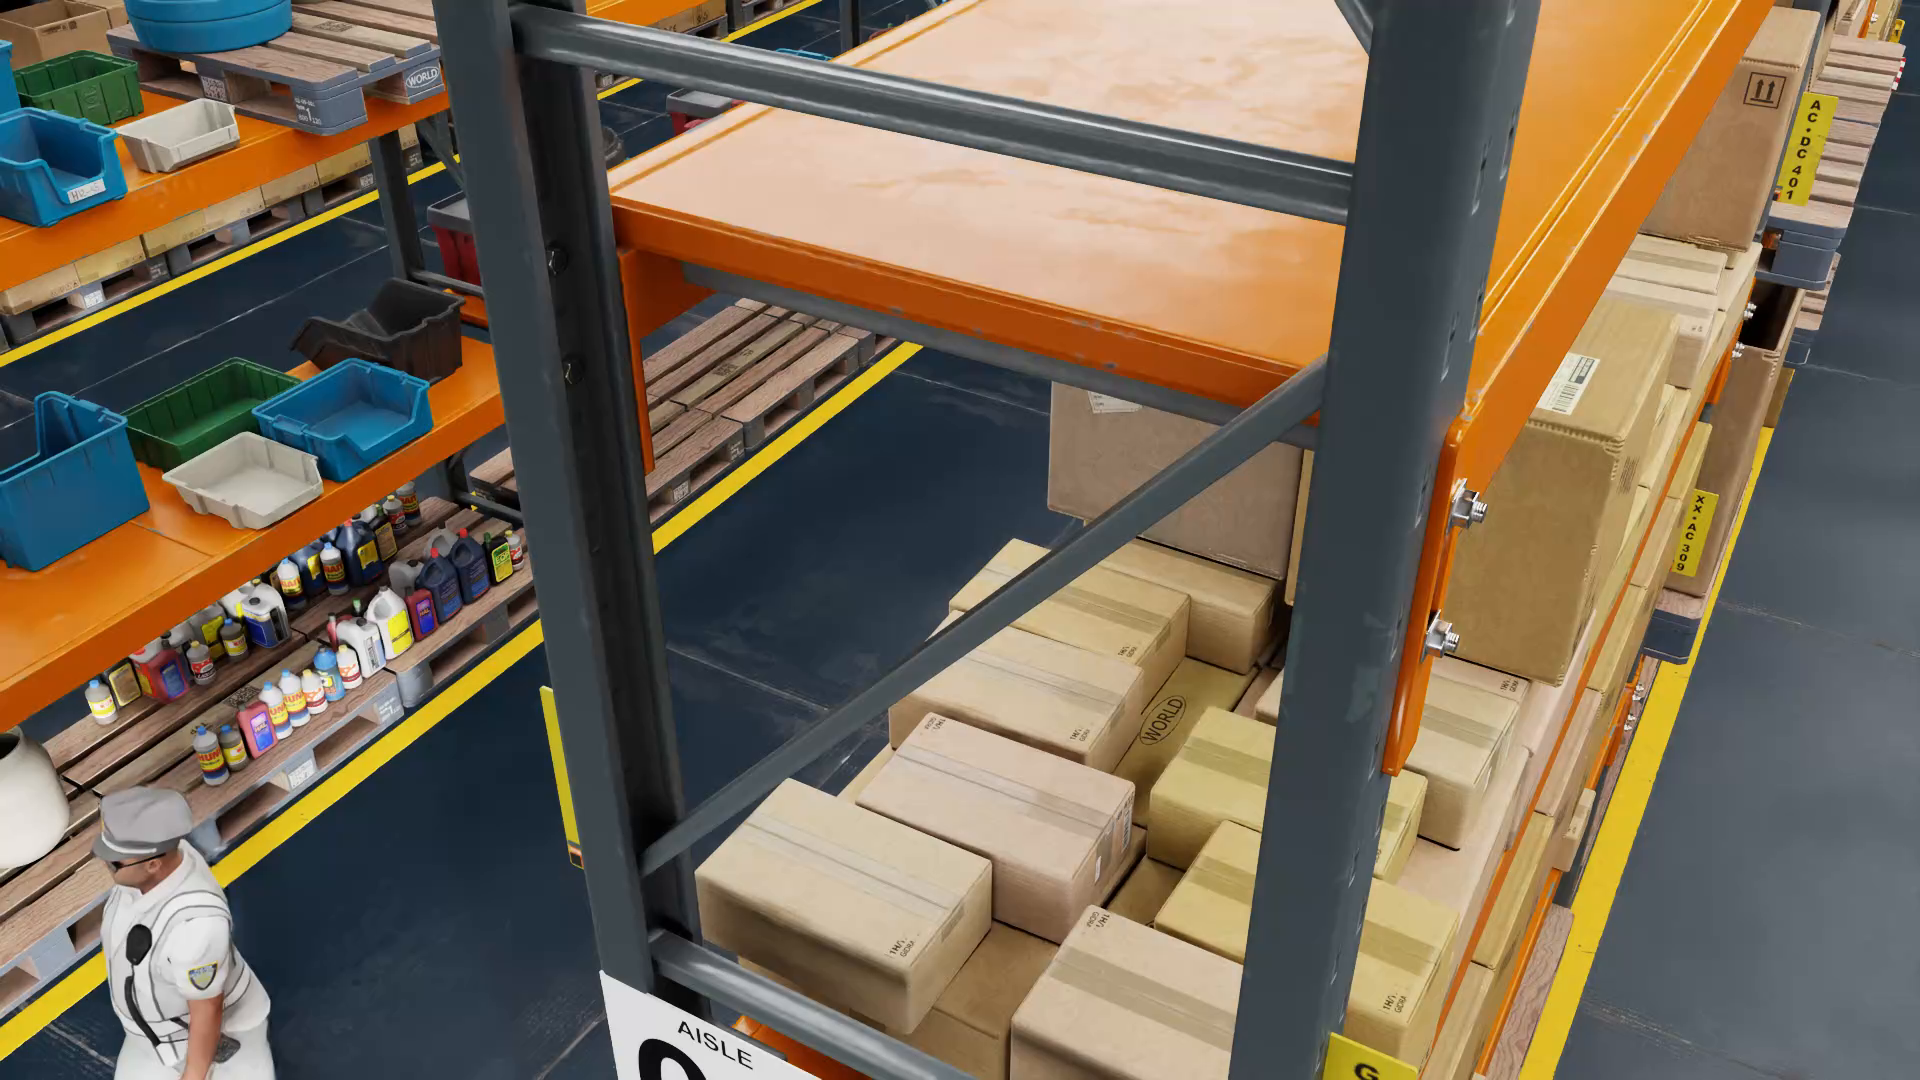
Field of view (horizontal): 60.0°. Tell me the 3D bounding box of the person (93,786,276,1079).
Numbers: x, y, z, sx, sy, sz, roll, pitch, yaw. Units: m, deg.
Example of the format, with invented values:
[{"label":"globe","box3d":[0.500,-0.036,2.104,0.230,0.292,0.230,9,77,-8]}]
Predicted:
[{"label":"person","box3d":[-2.383,1.524,5.135,0.486,1.840,0.536,-28,43,-35]}]
